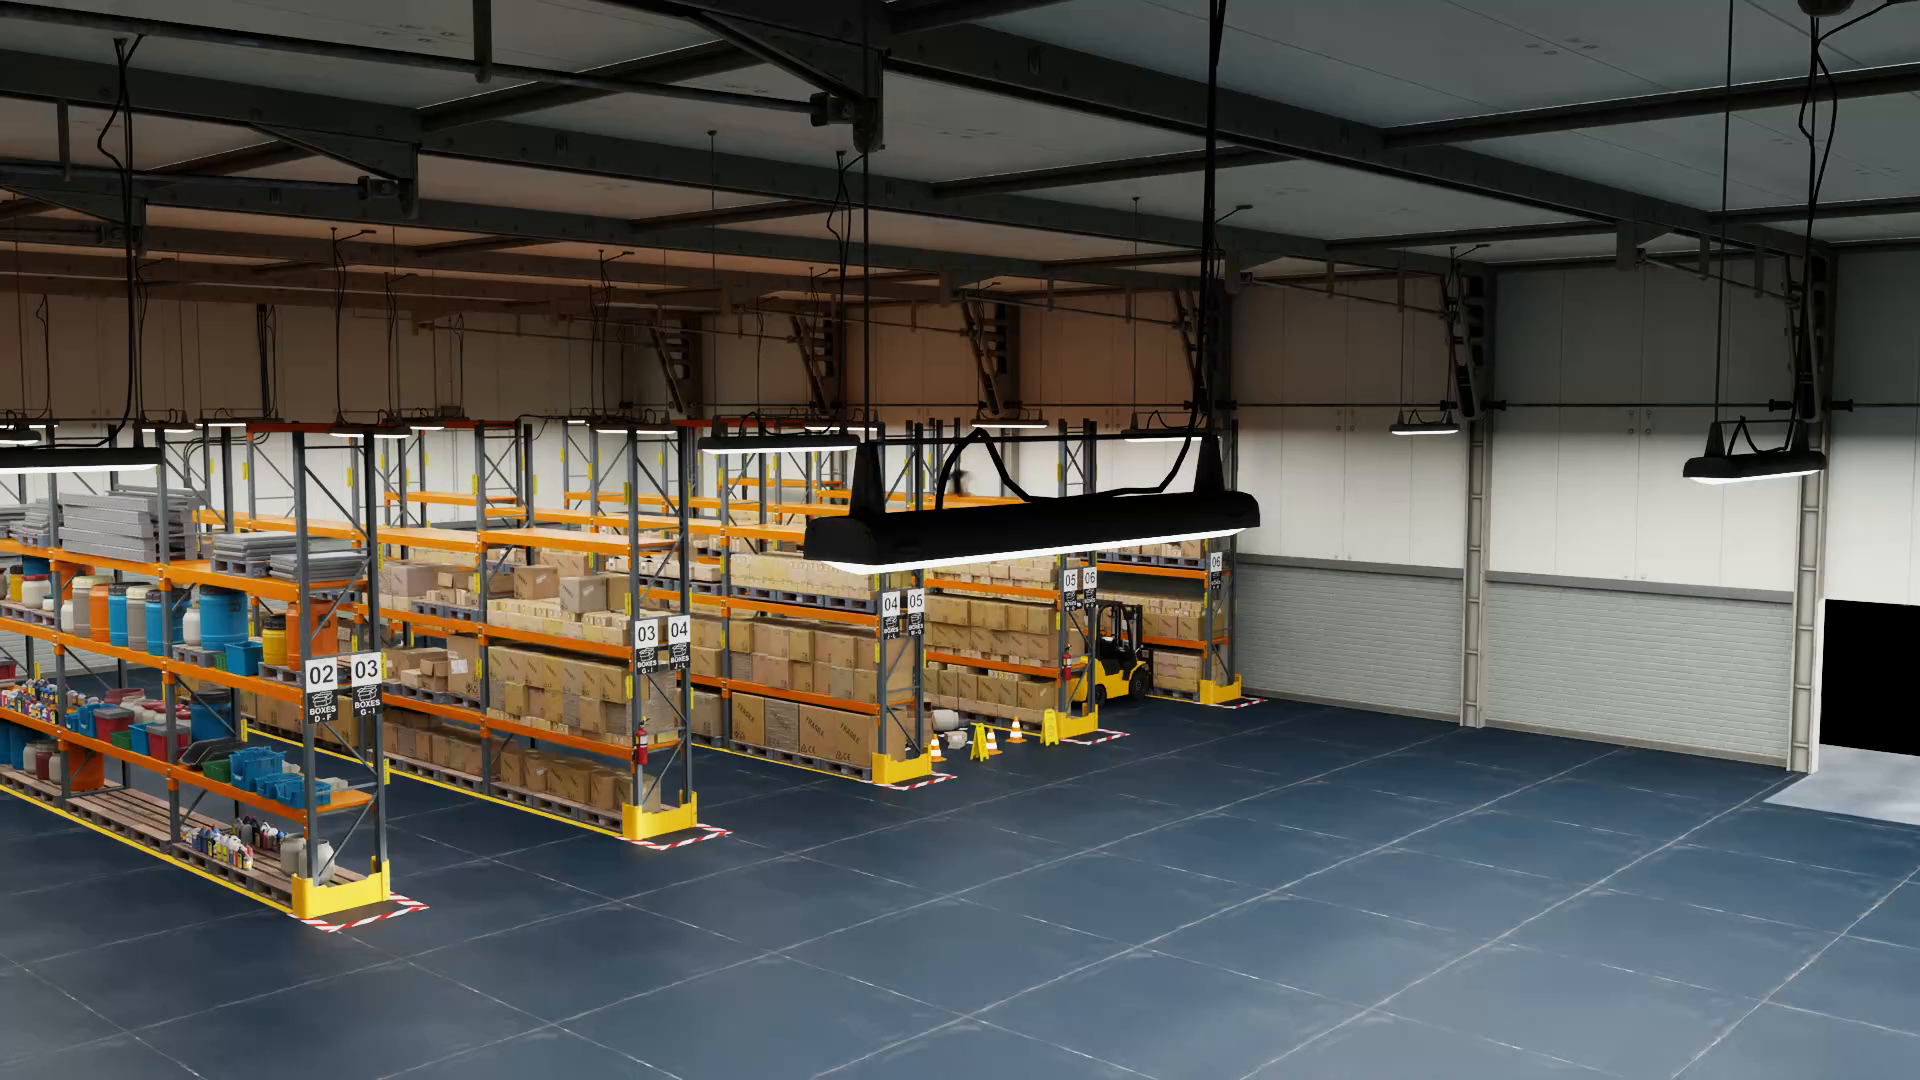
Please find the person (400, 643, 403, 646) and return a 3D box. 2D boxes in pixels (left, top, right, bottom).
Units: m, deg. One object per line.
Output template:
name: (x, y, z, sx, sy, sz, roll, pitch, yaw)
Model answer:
person: (-11.192, 2.816, 33.095, 0.916, 1.636, 0.707, 2, 5, 23)
